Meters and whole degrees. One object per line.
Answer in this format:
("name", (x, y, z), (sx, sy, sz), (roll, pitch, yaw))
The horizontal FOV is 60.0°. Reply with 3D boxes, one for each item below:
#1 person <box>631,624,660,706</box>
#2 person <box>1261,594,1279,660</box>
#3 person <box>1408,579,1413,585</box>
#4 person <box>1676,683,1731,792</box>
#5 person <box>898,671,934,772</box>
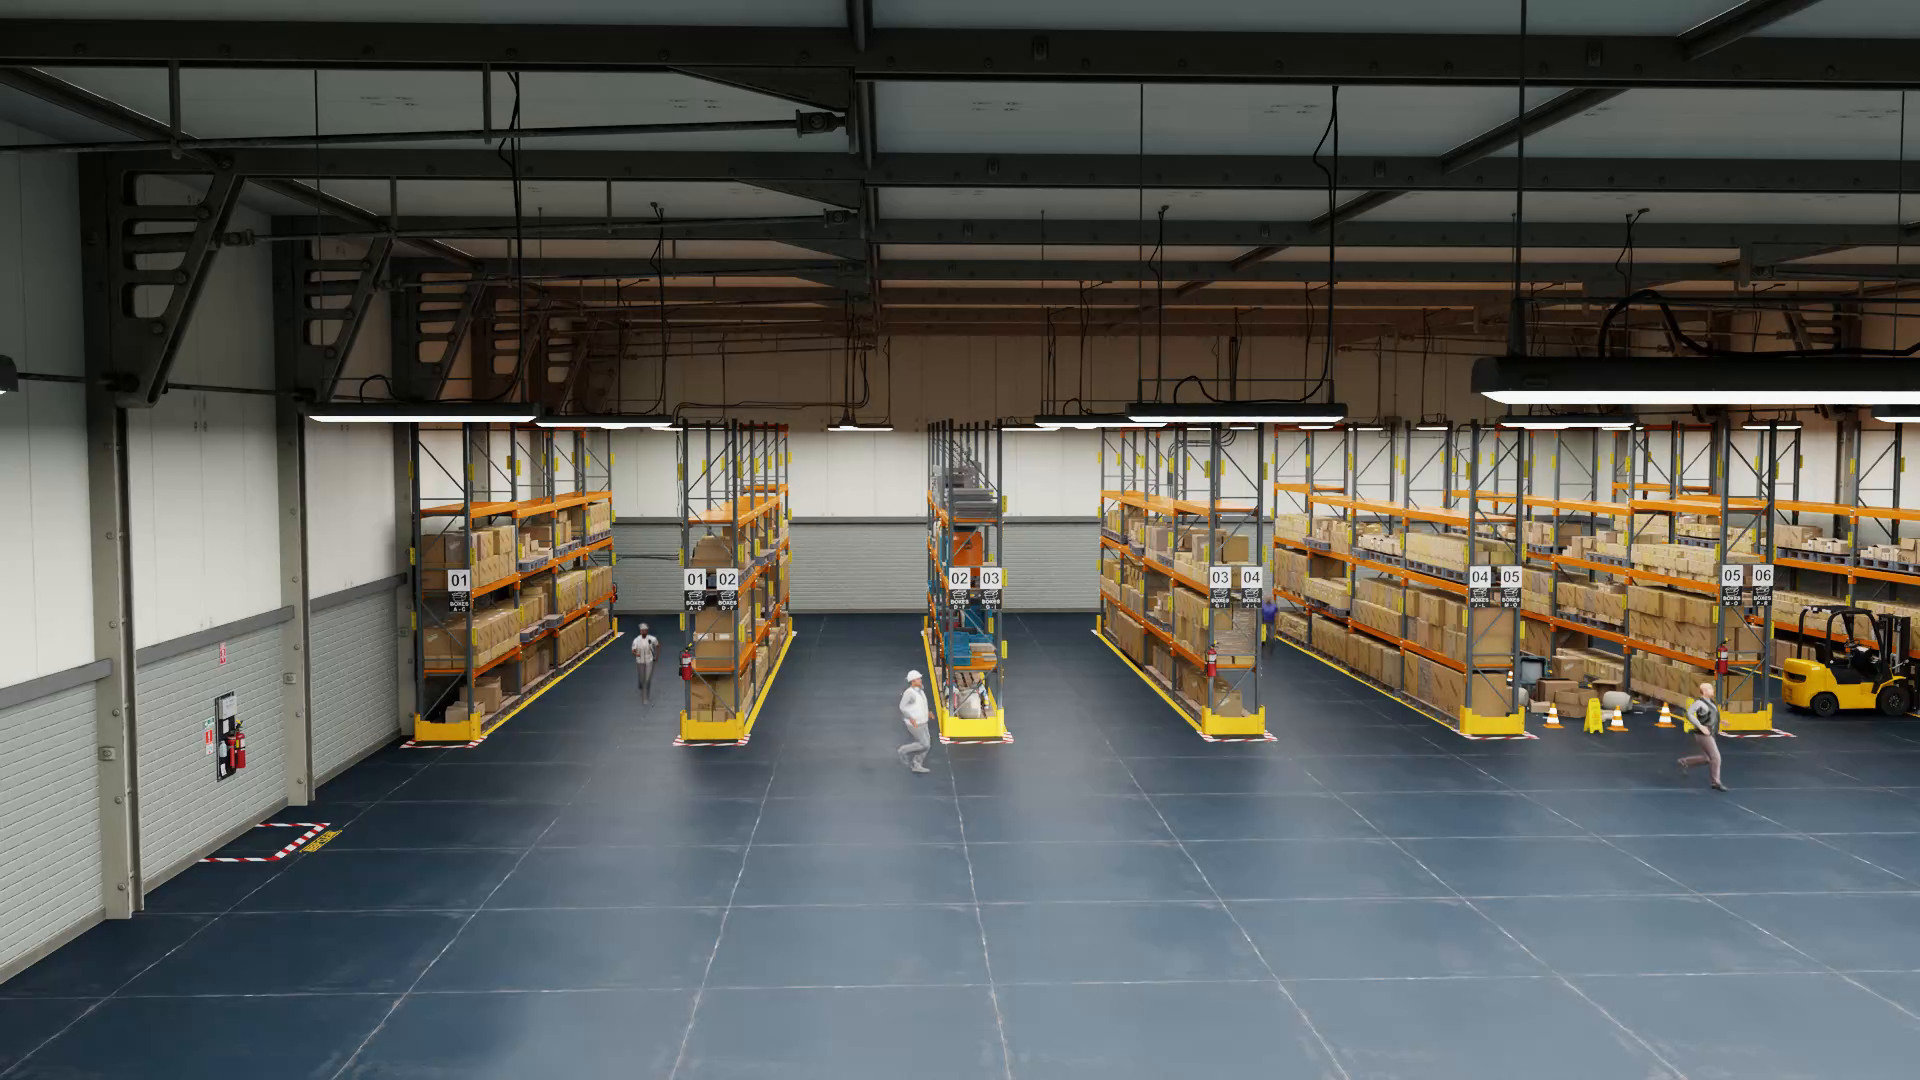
("person", (-6.698, 2.617, 35.423), (0.589, 1.706, 0.918), (0, 4, -6))
("person", (7.864, 2.205, 42.420), (0.586, 1.637, 0.834), (0, 4, -2))
("person", (13.206, 1.694, 49.355), (0.555, 1.733, 0.652), (0, 4, -3))
("person", (12.000, 3.160, 26.842), (0.880, 1.721, 0.662), (3, 5, 40))
("person", (-0.741, 3.067, 28.124), (0.573, 1.721, 0.674), (2, 4, 24))
